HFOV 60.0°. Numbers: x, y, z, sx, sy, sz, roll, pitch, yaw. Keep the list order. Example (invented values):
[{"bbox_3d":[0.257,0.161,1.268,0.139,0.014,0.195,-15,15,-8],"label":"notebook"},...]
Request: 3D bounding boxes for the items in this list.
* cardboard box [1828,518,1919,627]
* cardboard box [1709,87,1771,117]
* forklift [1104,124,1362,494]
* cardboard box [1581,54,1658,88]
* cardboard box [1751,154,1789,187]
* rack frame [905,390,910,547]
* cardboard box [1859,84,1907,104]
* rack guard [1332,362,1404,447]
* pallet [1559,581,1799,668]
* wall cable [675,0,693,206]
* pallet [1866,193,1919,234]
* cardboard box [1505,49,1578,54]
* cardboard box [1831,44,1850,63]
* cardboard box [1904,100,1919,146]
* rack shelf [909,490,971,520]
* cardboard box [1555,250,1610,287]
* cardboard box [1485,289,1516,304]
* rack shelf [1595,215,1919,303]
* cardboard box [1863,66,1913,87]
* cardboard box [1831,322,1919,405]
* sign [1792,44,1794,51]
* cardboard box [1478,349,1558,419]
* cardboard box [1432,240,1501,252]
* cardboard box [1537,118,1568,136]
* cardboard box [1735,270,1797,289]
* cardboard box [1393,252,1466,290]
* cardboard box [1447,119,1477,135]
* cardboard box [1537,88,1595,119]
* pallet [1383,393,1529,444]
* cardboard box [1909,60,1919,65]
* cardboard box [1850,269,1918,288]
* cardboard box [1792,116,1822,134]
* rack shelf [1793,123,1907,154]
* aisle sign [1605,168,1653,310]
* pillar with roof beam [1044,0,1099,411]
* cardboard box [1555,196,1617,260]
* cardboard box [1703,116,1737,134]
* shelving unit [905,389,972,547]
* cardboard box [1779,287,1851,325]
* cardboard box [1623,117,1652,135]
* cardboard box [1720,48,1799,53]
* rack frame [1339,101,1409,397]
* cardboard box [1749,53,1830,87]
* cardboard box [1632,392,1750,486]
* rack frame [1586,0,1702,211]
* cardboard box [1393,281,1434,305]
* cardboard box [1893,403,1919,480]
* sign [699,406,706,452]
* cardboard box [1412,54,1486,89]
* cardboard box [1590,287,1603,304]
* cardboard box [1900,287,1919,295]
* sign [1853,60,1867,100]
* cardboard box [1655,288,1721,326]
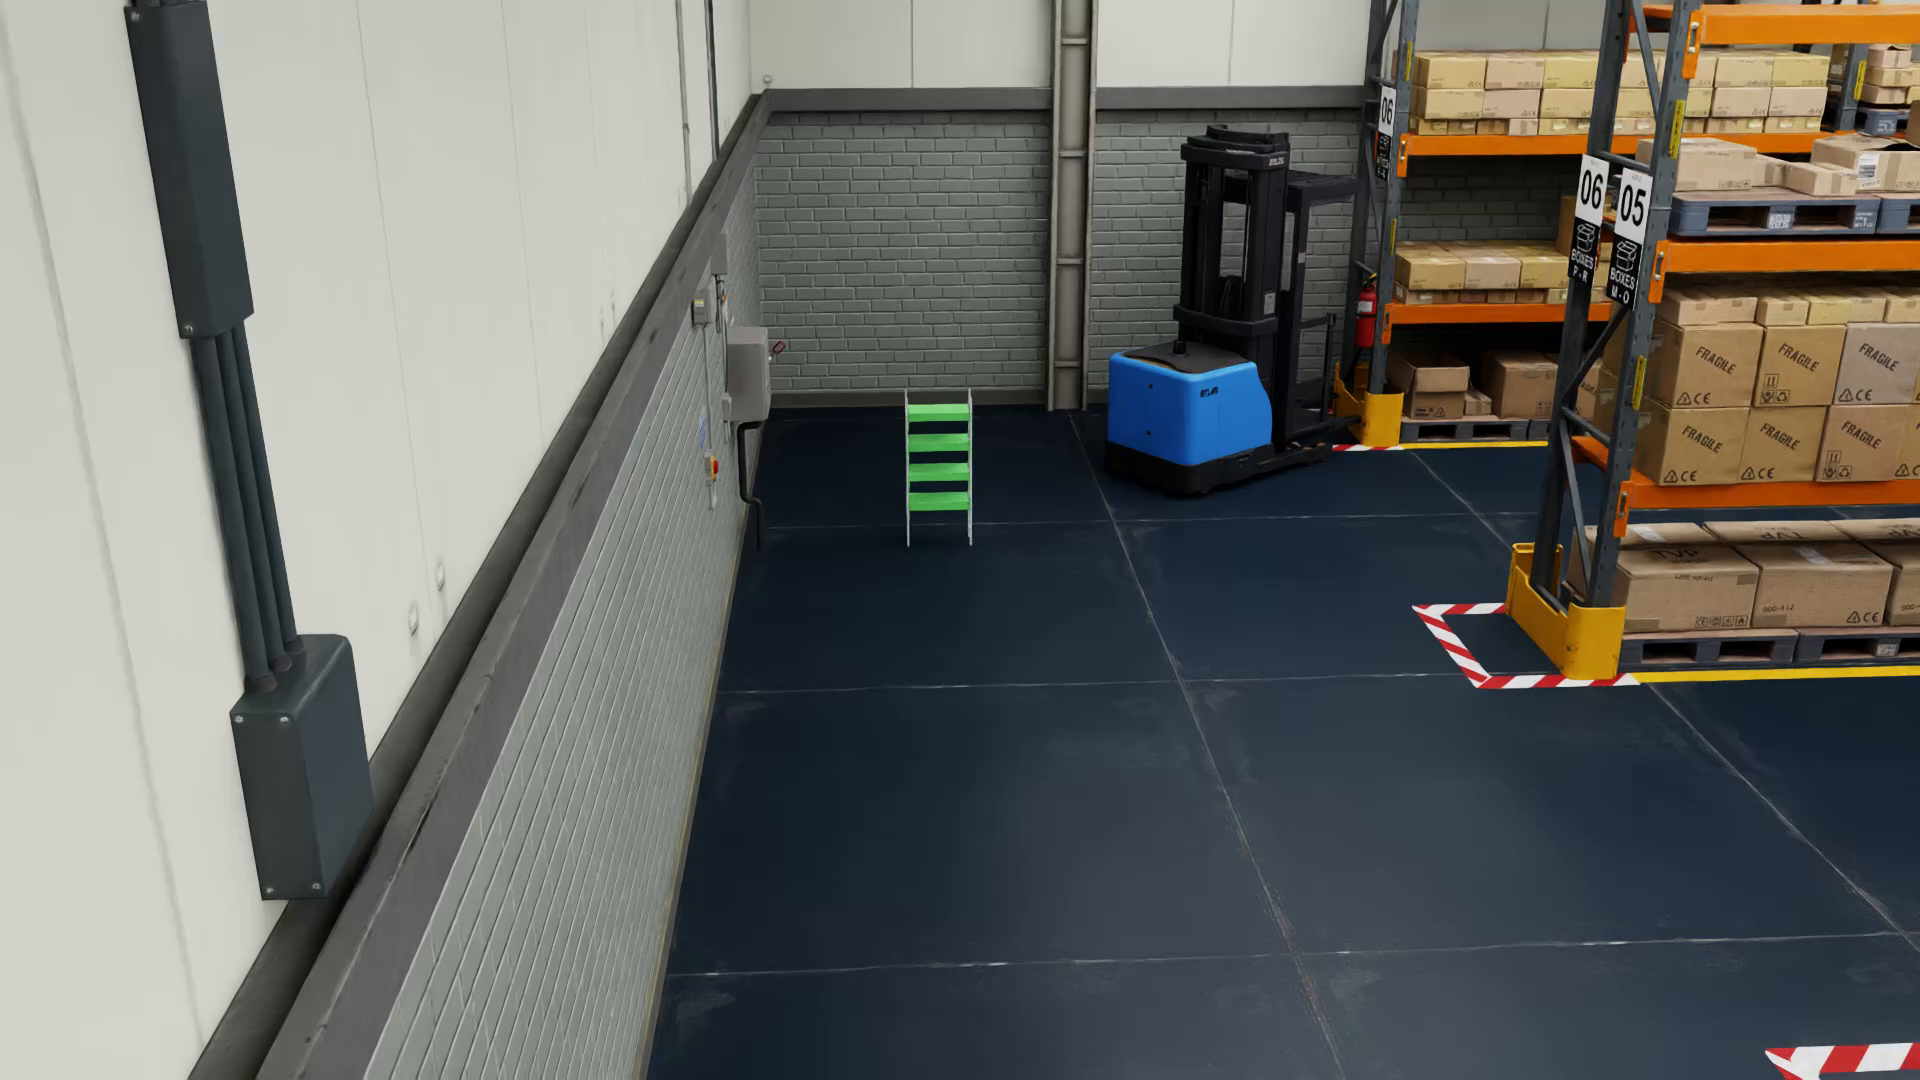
[{"bbox_3d":[6.552,0.207,11.374,0.875,0.438,0.875,-2,21,-5],"label":"cardboard box"},{"bbox_3d":[6.806,-3.909,14.748,0.500,0.250,0.500,-2,21,-5],"label":"cardboard box"},{"bbox_3d":[2.731,-2.167,14.694,3.031,2.935,1.130,-16,26,-36],"label":"forklift"},{"bbox_3d":[5.773,-4.126,14.618,0.500,0.250,0.500,-1,21,-2],"label":"cardboard box"},{"bbox_3d":[4.943,-2.312,10.384,0.250,0.149,0.380,-3,21,-7],"label":"cardboard box"},{"bbox_3d":[-0.409,-0.552,12.886,0.015,1.200,0.240,-1,21,-3],"label":"rack frame"},{"bbox_3d":[8.112,-3.943,14.669,0.250,0.149,0.380,-1,21,-2],"label":"cardboard box"},{"bbox_3d":[3.874,-1.303,15.841,0.348,0.500,1.175,-1,21,-3],"label":"rack guard"},{"bbox_3d":[4.879,0.553,11.373,1.213,0.211,1.003,-1,21,-3],"label":"pallet"},{"bbox_3d":[-1.578,-3.294,9.127,0.029,3.000,0.463,-1,21,-3],"label":"wall cable"},{"bbox_3d":[6.046,-2.111,10.360,1.213,0.211,1.003,-1,21,-3],"label":"pallet"},{"bbox_3d":[5.259,-4.307,15.091,0.500,0.250,0.500,-1,21,-3],"label":"cardboard box"},{"bbox_3d":[8.093,-4.441,14.977,0.258,0.266,0.396,-1,21,-4],"label":"cardboard box"},{"bbox_3d":[6.106,-2.386,10.084,0.500,0.500,0.500,-1,21,-2],"label":"cardboard box"},{"bbox_3d":[-0.165,-0.273,13.007,0.480,0.148,0.258,-1,21,-3],"label":"rack shelf"},{"bbox_3d":[5.785,-2.492,15.243,0.500,0.250,0.500,-2,21,-4],"label":"cardboard box"},{"bbox_3d":[4.909,-2.284,15.258,0.250,0.149,0.380,-1,21,-1],"label":"cardboard box"},{"bbox_3d":[6.082,-1.813,10.462,4.000,0.370,1.077,-1,21,-3],"label":"rack shelf"},{"bbox_3d":[8.115,-4.068,14.577,0.250,0.149,0.380,-1,21,-1],"label":"cardboard box"},{"bbox_3d":[5.609,-1.155,10.394,0.500,0.500,0.500,-1,21,-3],"label":"cardboard box"},{"bbox_3d":[7.756,-4.575,15.427,0.005,0.325,0.100,-1,21,-3],"label":"sign"},{"bbox_3d":[5.270,-1.480,15.715,0.500,0.500,0.700,0,21,-1],"label":"cardboard box"},{"bbox_3d":[4.757,-2.652,15.664,0.500,0.250,0.500,-1,21,-3],"label":"cardboard box"},{"bbox_3d":[5.162,-3.668,14.677,0.250,0.149,0.380,-1,21,-3],"label":"cardboard box"},{"bbox_3d":[5.191,-1.641,10.759,0.250,0.149,0.380,-1,21,-2],"label":"cardboard box"},{"bbox_3d":[4.266,-2.452,15.138,0.500,0.250,0.500,-1,21,-3],"label":"cardboard box"},{"bbox_3d":[4.390,-3.693,14.741,0.250,0.149,0.380,-1,21,-2],"label":"cardboard box"},{"bbox_3d":[5.274,-3.876,14.662,0.500,0.250,0.500,-2,21,-5],"label":"cardboard box"},{"bbox_3d":[4.670,-1.184,15.935,1.213,0.211,1.003,-1,21,-3],"label":"pallet"},{"bbox_3d":[8.589,-4.286,15.152,0.250,0.149,0.380,-2,21,-4],"label":"cardboard box"},{"bbox_3d":[5.966,-1.646,10.771,0.250,0.149,0.380,0,21,-1],"label":"cardboard box"},{"bbox_3d":[7.449,-3.723,14.821,0.250,0.149,0.380,-1,21,-3],"label":"cardboard box"},{"bbox_3d":[9.788,-3.657,15.306,4.000,0.370,1.077,-1,21,-3],"label":"rack shelf"},{"bbox_3d":[4.030,-1.817,10.024,0.004,0.787,0.394,-1,21,-3],"label":"aisle sign"},{"bbox_3d":[1.300,-4.009,11.005,0.400,9.000,9.100,-1,21,-3],"label":"pillar with roof beam"},{"bbox_3d":[5.764,-2.833,15.085,0.500,0.500,0.500,-1,21,-2],"label":"cardboard box"},{"bbox_3d":[6.691,-3.713,14.796,0.250,0.149,0.380,-1,21,-3],"label":"cardboard box"},{"bbox_3d":[-0.165,-0.557,12.899,0.503,1.200,0.258,-1,21,-3],"label":"shelving unit"},{"bbox_3d":[5.241,-1.439,10.228,0.250,0.149,0.380,-2,21,-5],"label":"cardboard box"},{"bbox_3d":[5.914,-3.681,14.712,0.250,0.149,0.380,-1,21,-2],"label":"cardboard box"},{"bbox_3d":[7.281,-4.346,15.195,0.500,0.250,0.500,-1,21,-4],"label":"cardboard box"},{"bbox_3d":[3.798,-2.470,15.392,0.127,3.000,1.000,-1,21,-3],"label":"rack frame"},{"bbox_3d":[7.301,-4.159,14.705,0.500,0.250,0.500,-1,21,-3],"label":"cardboard box"},{"bbox_3d":[4.581,-0.661,10.501,0.500,0.500,0.500,-1,21,-3],"label":"cardboard box"},{"bbox_3d":[4.085,-3.510,9.693,0.127,3.000,1.000,-1,21,-3],"label":"rack frame"},{"bbox_3d":[4.142,-2.261,15.198,0.250,0.149,0.380,-1,21,-3],"label":"cardboard box"},{"bbox_3d":[6.092,-0.701,10.606,0.500,0.500,0.500,0,21,-1],"label":"cardboard box"},{"bbox_3d":[-1.602,-0.691,10.342,0.001,0.218,0.327,-1,21,-3],"label":"sign"},{"bbox_3d":[4.255,-4.094,14.532,0.500,0.250,0.500,-1,21,-4],"label":"cardboard box"},{"bbox_3d":[5.692,-2.283,15.253,0.250,0.149,0.380,-1,21,-2],"label":"cardboard box"},{"bbox_3d":[6.006,-1.449,10.254,0.250,0.149,0.380,-2,21,-4],"label":"cardboard box"},{"bbox_3d":[7.830,-4.002,14.474,0.005,0.325,0.100,-1,21,-3],"label":"sign"},{"bbox_3d":[4.455,-1.432,10.210,0.250,0.149,0.380,-1,21,-2],"label":"cardboard box"}]
